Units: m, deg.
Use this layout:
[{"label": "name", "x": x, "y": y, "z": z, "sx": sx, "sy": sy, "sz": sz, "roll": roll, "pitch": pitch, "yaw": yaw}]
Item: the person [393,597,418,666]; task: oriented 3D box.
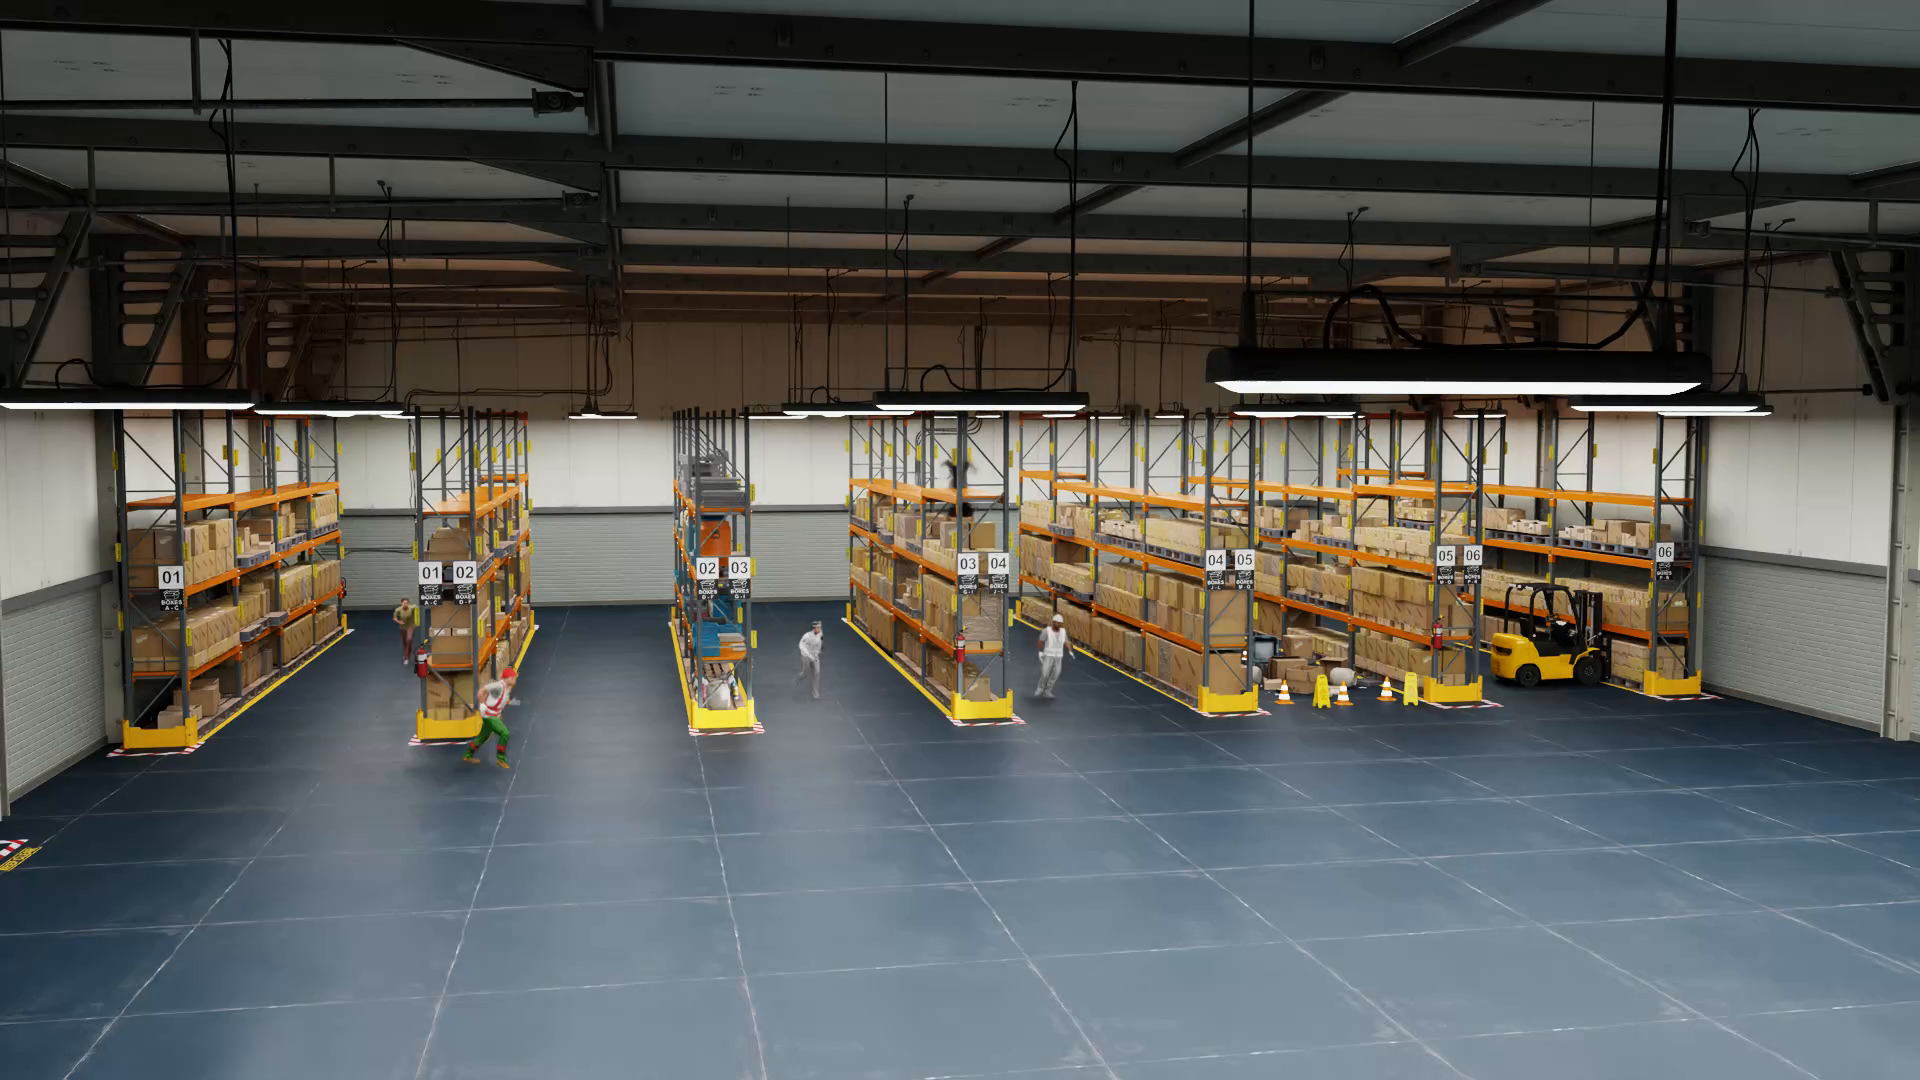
[{"label": "person", "x": -13.146, "y": 2.138, "z": 39.526, "sx": 0.609, "sy": 1.626, "sz": 0.980, "roll": -1, "pitch": 4, "yaw": -16}]

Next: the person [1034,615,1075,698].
[{"label": "person", "x": 1.927, "y": 2.406, "z": 34.269, "sx": 0.739, "sy": 1.730, "sz": 0.645, "roll": -2, "pitch": 4, "yaw": -22}]

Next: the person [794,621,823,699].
[{"label": "person", "x": -3.168, "y": 2.470, "z": 34.726, "sx": 0.642, "sy": 1.640, "sz": 0.967, "roll": -4, "pitch": 5, "yaw": -41}]

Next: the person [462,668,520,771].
[{"label": "person", "x": -7.734, "y": 2.964, "z": 27.355, "sx": 1.002, "sy": 1.728, "sz": 0.713, "roll": 1, "pitch": 4, "yaw": 9}]
